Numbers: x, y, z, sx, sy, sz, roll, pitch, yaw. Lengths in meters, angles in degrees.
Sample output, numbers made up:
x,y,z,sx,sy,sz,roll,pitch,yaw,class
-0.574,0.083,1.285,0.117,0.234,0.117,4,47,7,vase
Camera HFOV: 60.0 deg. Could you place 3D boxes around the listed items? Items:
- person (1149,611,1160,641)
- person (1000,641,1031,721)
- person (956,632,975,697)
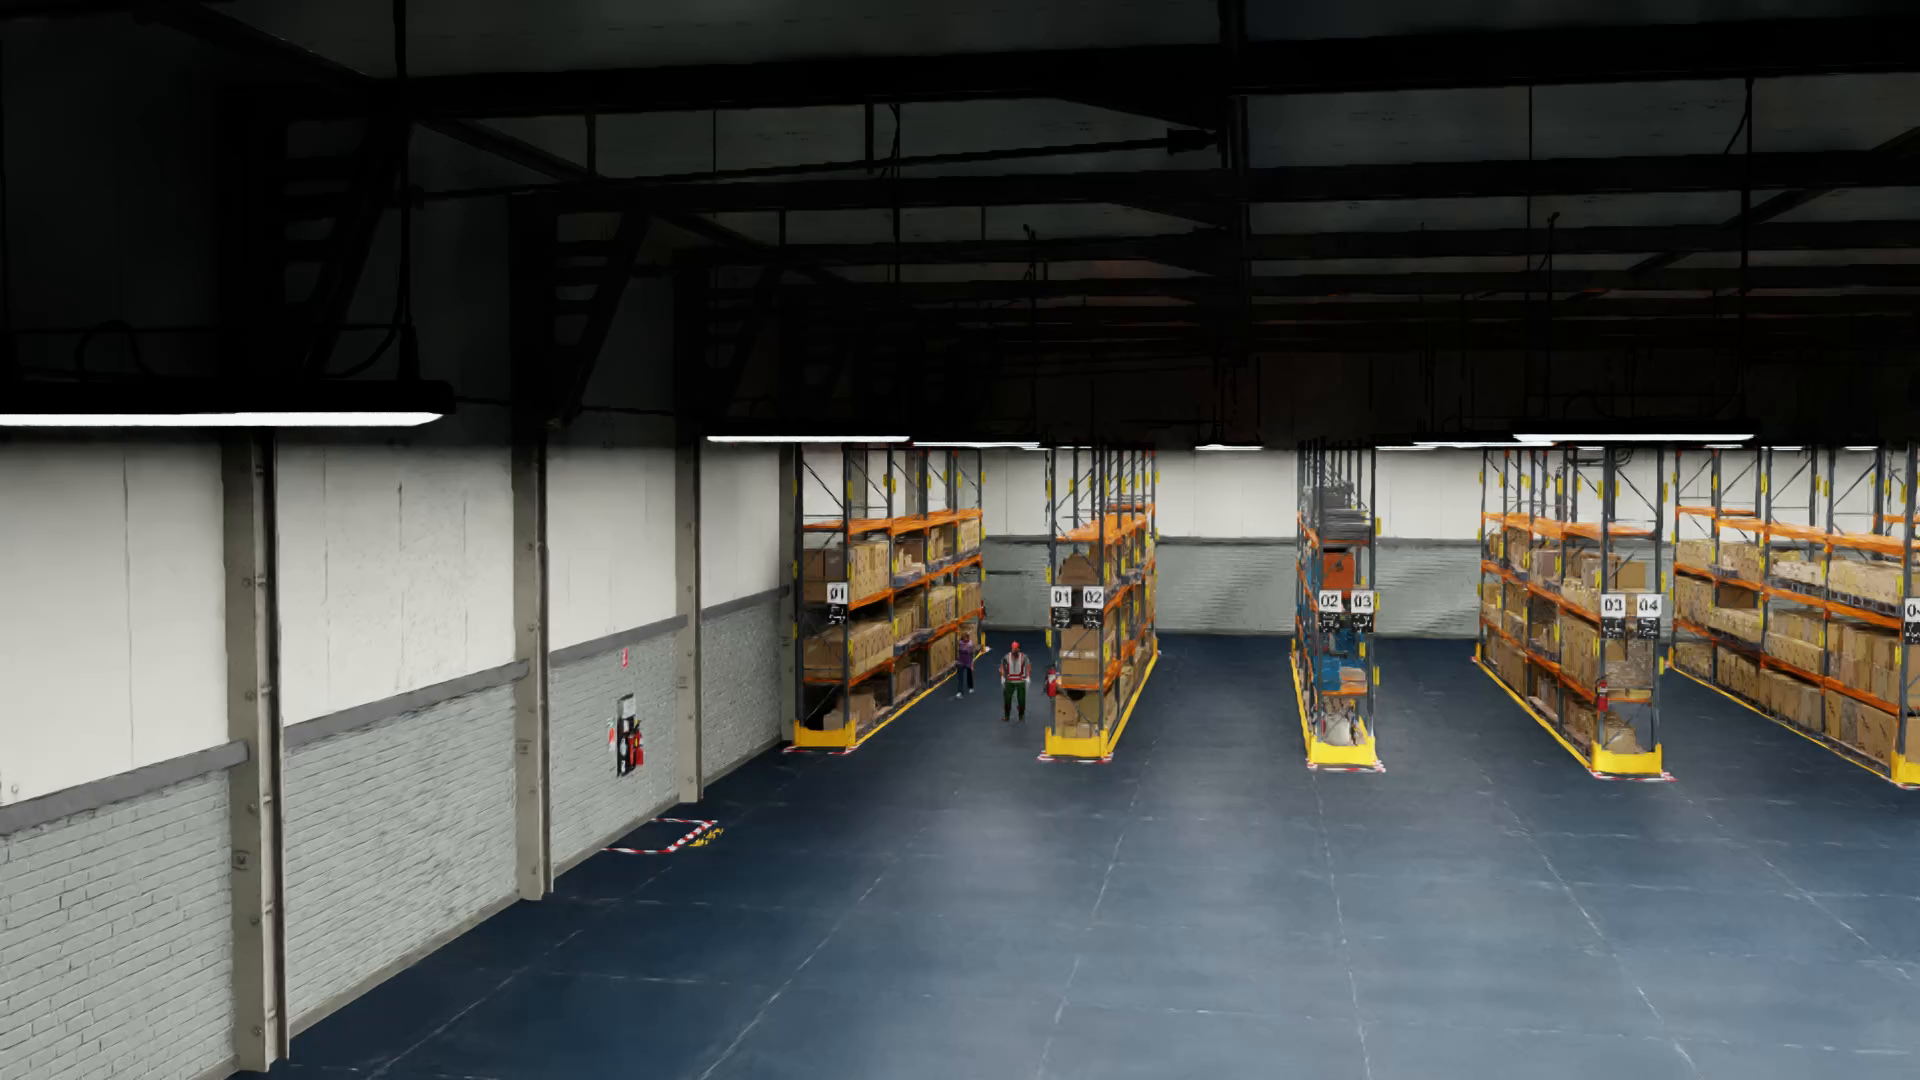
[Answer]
x,y,z,sx,sy,sz,roll,pitch,yaw,class
5.638,2.259,50.134,0.642,1.612,0.786,0,3,-9,person
1.171,2.994,35.255,0.677,1.742,0.552,0,3,8,person
0.150,2.884,38.927,0.415,1.506,1.042,0,3,8,person
